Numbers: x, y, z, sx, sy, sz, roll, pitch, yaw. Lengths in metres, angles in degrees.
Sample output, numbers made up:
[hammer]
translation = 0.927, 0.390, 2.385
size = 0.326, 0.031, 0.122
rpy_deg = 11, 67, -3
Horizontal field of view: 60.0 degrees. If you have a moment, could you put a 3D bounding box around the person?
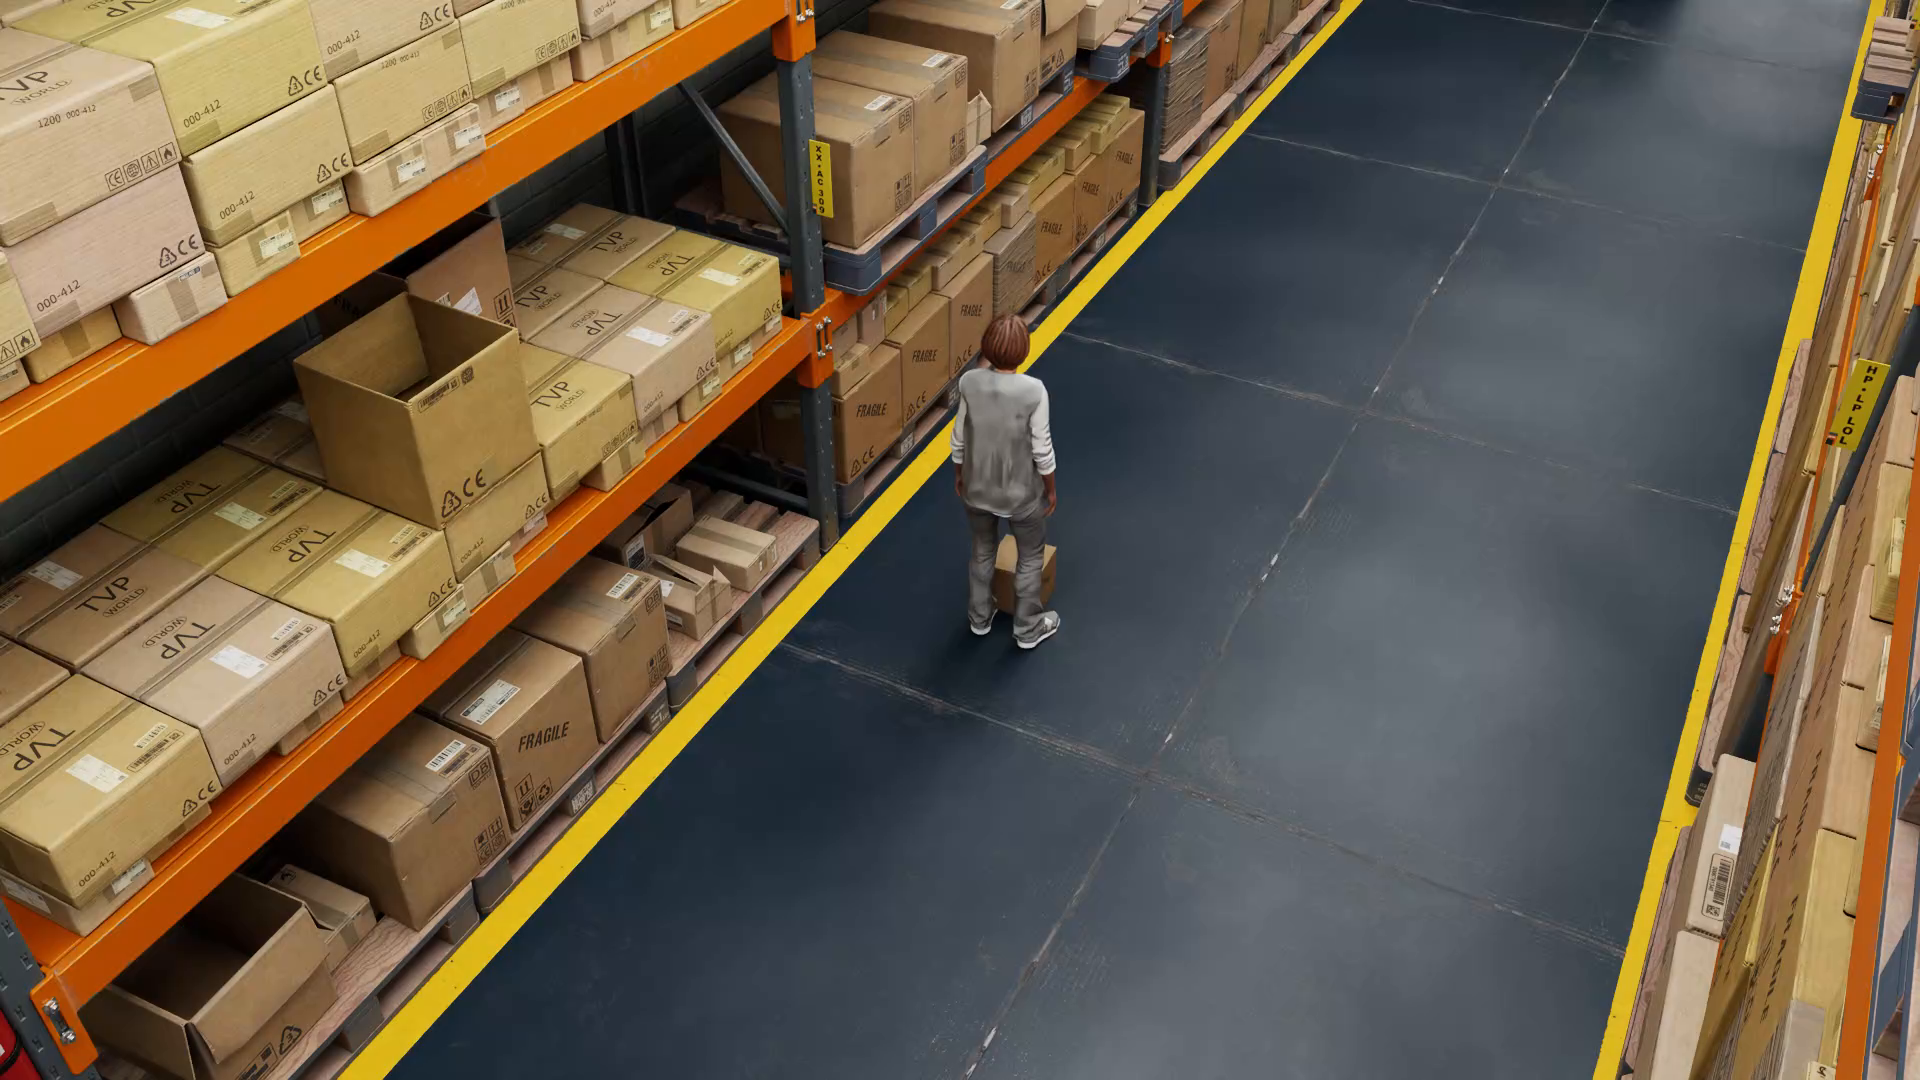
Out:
[person]
translation = 0.191, -0.219, 7.033
size = 0.473, 1.590, 0.351
rpy_deg = 14, 41, 17
